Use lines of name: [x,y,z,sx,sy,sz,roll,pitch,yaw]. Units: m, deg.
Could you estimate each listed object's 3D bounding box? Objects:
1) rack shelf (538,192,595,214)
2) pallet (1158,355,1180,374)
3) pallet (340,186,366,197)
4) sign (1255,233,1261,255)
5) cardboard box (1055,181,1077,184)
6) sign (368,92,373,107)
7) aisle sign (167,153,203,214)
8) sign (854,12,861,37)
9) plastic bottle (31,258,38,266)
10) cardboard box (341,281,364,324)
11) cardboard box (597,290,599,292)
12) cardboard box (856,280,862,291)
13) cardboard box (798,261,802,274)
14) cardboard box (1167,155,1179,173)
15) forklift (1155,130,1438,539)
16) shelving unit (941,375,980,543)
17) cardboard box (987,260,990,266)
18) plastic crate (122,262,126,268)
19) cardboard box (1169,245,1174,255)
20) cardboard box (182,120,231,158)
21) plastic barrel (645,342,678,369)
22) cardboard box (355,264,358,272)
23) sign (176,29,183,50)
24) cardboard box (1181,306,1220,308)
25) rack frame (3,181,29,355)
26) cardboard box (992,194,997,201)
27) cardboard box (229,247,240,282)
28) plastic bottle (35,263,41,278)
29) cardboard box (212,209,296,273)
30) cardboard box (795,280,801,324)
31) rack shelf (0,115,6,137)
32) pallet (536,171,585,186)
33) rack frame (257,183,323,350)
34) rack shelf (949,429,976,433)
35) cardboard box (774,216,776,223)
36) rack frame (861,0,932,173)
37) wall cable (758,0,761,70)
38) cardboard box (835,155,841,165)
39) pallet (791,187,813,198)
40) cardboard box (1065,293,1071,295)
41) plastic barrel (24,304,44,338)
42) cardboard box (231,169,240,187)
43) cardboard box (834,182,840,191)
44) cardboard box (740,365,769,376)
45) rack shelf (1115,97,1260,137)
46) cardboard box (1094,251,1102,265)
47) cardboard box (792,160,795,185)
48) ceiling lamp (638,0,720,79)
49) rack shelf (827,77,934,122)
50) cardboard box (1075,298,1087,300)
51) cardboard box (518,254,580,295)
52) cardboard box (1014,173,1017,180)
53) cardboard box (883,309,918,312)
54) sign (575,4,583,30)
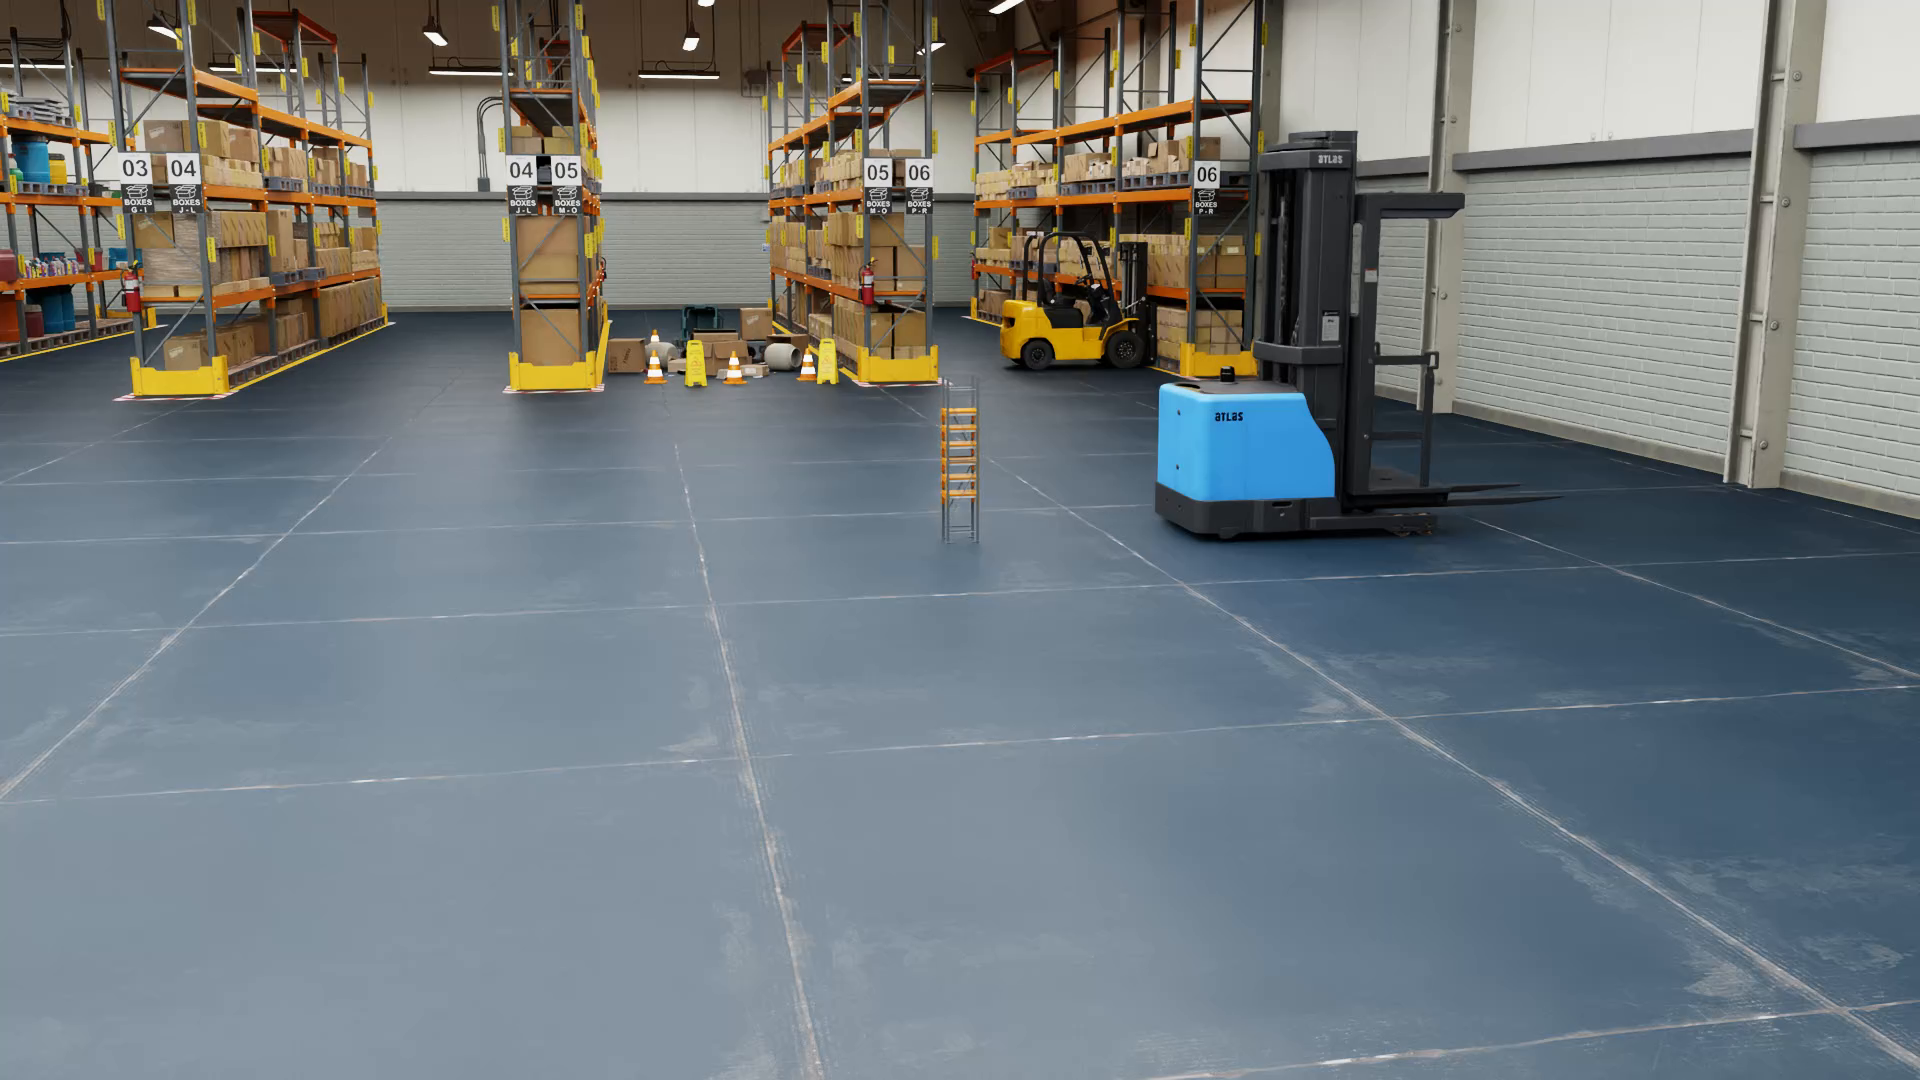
rack shelf: [-6.907,-5.848,28.803,1.077,0.370,4.000,-2,11,-11]
pallet: [3.775,-2.777,26.219,1.003,0.211,1.213,-2,11,-11]
pallet: [-13.341,-7.471,35.639,1.003,0.211,1.213,-2,11,-11]
sign: [4.510,-4.491,25.242,0.100,0.325,0.005,-2,11,-11]
cardboard box: [2.103,-7.127,32.931,0.380,0.149,0.250,-2,11,-10]
sign: [-13.201,-9.863,37.236,0.100,0.325,0.005,-2,11,-11]
aisle sign: [-10.318,-4.743,22.139,0.394,0.787,0.004,-2,11,-11]
sign: [-1.452,-7.294,23.528,0.100,0.325,0.005,-2,11,-11]
plastic bottle: [-17.226,-5.074,30.962,0.144,0.351,0.185,-2,11,-11]
cardboard box: [-13.008,-4.953,34.758,0.875,0.875,0.875,-2,11,-11]
cardboard box: [-7.477,-4.857,33.248,0.500,0.250,0.500,-3,11,-14]
cardboard box: [-1.344,-3.806,24.844,0.380,0.149,0.250,-2,11,-12]
cardboard box: [-2.928,-5.396,32.928,0.500,0.250,0.500,-2,11,-10]
cardboard box: [-12.004,-5.275,29.119,29.571,2.616,12.181,-2,11,-11]
forklift: [3.088,-1.561,12.559,3.031,2.935,1.130,-2,11,-11]
shelving unit: [0.003,-0.587,12.070,0.258,1.200,0.189,-2,11,-11]
cardboard box: [0.849,-6.510,39.051,0.380,0.149,0.250,-2,11,-13]
plastic crate: [-18.216,-5.924,35.841,0.396,0.136,0.243,-2,11,-11]
cardboard box: [3.516,-4.570,26.184,0.380,0.149,0.250,-2,11,-11]
cardboard box: [-10.648,-5.662,23.502,0.500,0.500,0.500,-2,11,-11]
plastic barrel: [-4.792,-2.944,26.530,0.512,0.421,0.421,6,12,28]
cardboard box: [-12.741,-5.658,34.573,0.380,0.149,0.250,-2,11,-13]
sign: [-11.946,-7.662,25.464,0.100,0.325,0.005,-2,11,-11]
cardboard box: [3.869,-3.633,26.818,0.500,0.250,0.500,-2,11,-11]
rack frame: [-17.039,-4.753,29.147,1.000,3.000,0.127,-2,11,-11]
cardboard box: [0.942,-7.895,38.304,0.380,0.149,0.250,-2,11,-10]
cardboard box: [-11.060,-4.036,24.315,0.875,0.500,0.500,-2,11,-11]
plastic bottle: [-16.962,-4.955,30.551,0.097,0.271,0.097,0,11,0]
cardboard box: [-11.420,-4.851,26.936,1.000,1.000,1.000,-2,11,-11]
cardboard box: [-3.039,-5.079,35.418,0.875,0.875,0.875,-2,11,-9]
rack shelf: [-16.650,-6.784,26.763,1.077,0.370,4.000,-2,11,-11]
pallet: [-6.135,-5.418,24.853,1.003,0.211,1.213,-2,11,-11]
rack frame: [-12.180,-4.933,30.093,1.000,3.000,0.127,-2,11,-11]
rack shelf: [0.003,-0.798,12.030,0.199,0.020,0.166,-2,11,-11]
cardboard box: [-4.090,-7.400,38.376,0.380,0.149,0.250,-2,11,-13]
rack frame: [-0.904,-6.773,23.717,1.000,3.000,0.127,-2,11,-11]
wall cable: [-6.426,-13.944,43.742,2.355,3.000,0.029,-2,11,-11]
cardboard box: [-1.794,-6.088,26.675,0.380,0.149,0.250,-2,11,-11]
pallet: [-2.857,-6.996,33.411,1.003,0.211,1.213,-2,11,-8]
cardboard box: [2.400,-5.071,34.642,0.380,0.149,0.250,-2,11,-12]
plastic barrel: [-17.370,-4.071,30.889,0.600,0.588,0.708,-2,11,-11]
cardboard box: [-10.770,-5.244,24.106,0.500,0.250,0.500,-2,11,-9]
cardboard box: [-1.868,-5.794,27.264,0.380,0.149,0.250,-2,11,-11]
cardboard box: [-3.140,-2.593,25.421,0.380,0.149,0.250,4,11,18]
rack shelf: [3.575,-6.772,26.701,1.077,0.370,4.000,-2,11,-11]
cardboard box: [2.733,-5.088,29.970,0.500,0.250,0.500,-2,11,-12]
cardboard box: [-3.087,-7.335,33.300,0.500,0.500,0.500,-2,11,-10]
ceiling lamp: [-6.916,-12.980,40.712,2.000,3.185,0.800,-2,11,-11]
rack shelf: [-1.293,-6.785,25.712,1.077,0.370,4.000,-2,11,-11]
cardboard box: [2.516,-4.400,32.518,0.875,0.625,0.625,-2,11,-9]
cardboard box: [-5.856,-3.768,23.569,0.875,0.550,0.550,-2,11,-11]
cardboard box: [1.380,-7.843,35.845,0.380,0.149,0.250,-2,11,-10]
cardboard box: [-0.901,-3.308,25.781,0.500,0.500,0.500,-3,11,-13]
sign: [-5.194,-7.131,22.672,0.100,0.325,0.005,-2,11,-11]
